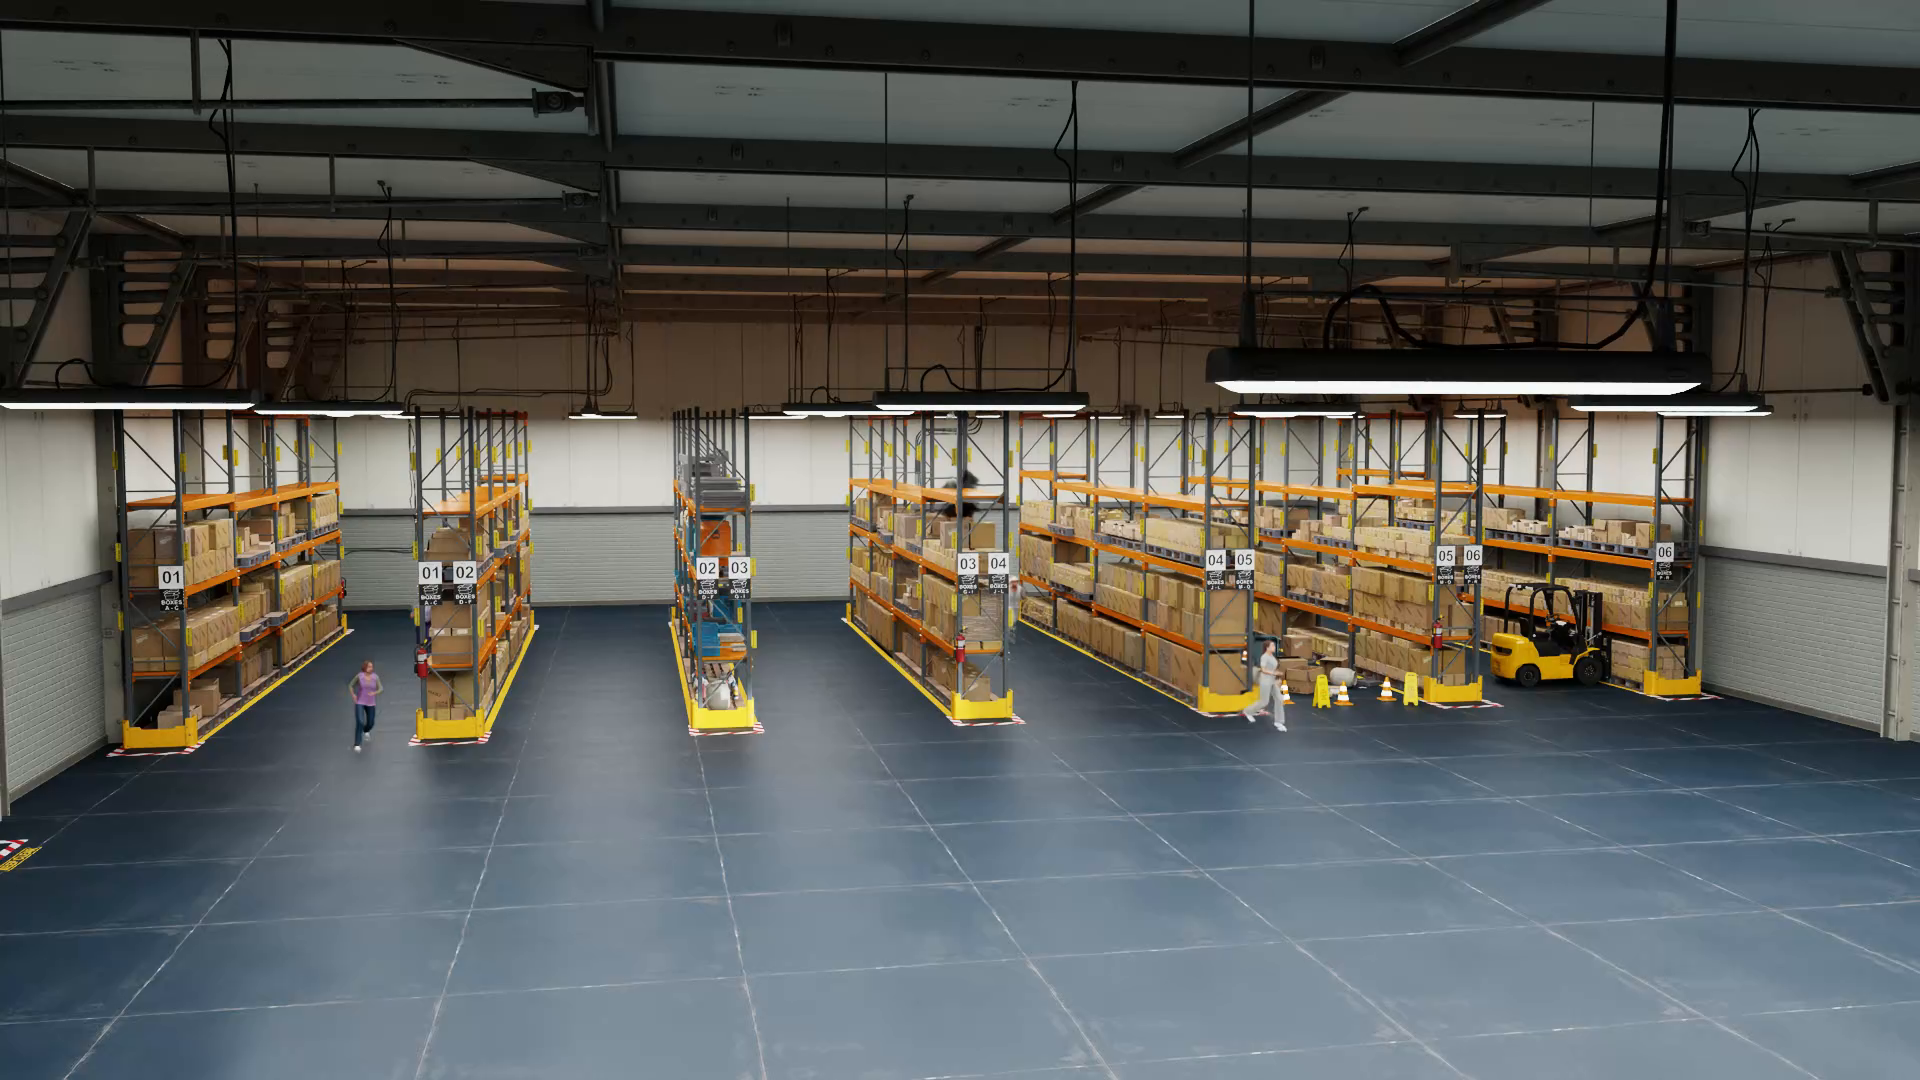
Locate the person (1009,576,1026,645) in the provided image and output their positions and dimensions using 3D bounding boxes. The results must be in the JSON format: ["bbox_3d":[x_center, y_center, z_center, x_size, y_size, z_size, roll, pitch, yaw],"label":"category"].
[{"bbox_3d":[1.346,1.797,42.970,0.648,1.774,0.963,-2,4,-21],"label":"person"}]

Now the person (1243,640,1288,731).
[{"bbox_3d":[5.705,2.700,31.032,0.922,1.709,0.597,3,5,33],"label":"person"}]

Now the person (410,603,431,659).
[{"bbox_3d":[-12.719,2.086,39.455,0.607,1.620,0.941,-1,4,-11],"label":"person"}]

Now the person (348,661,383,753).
[{"bbox_3d":[-10.418,2.894,29.178,0.567,1.568,0.760,-2,5,-31],"label":"person"}]
